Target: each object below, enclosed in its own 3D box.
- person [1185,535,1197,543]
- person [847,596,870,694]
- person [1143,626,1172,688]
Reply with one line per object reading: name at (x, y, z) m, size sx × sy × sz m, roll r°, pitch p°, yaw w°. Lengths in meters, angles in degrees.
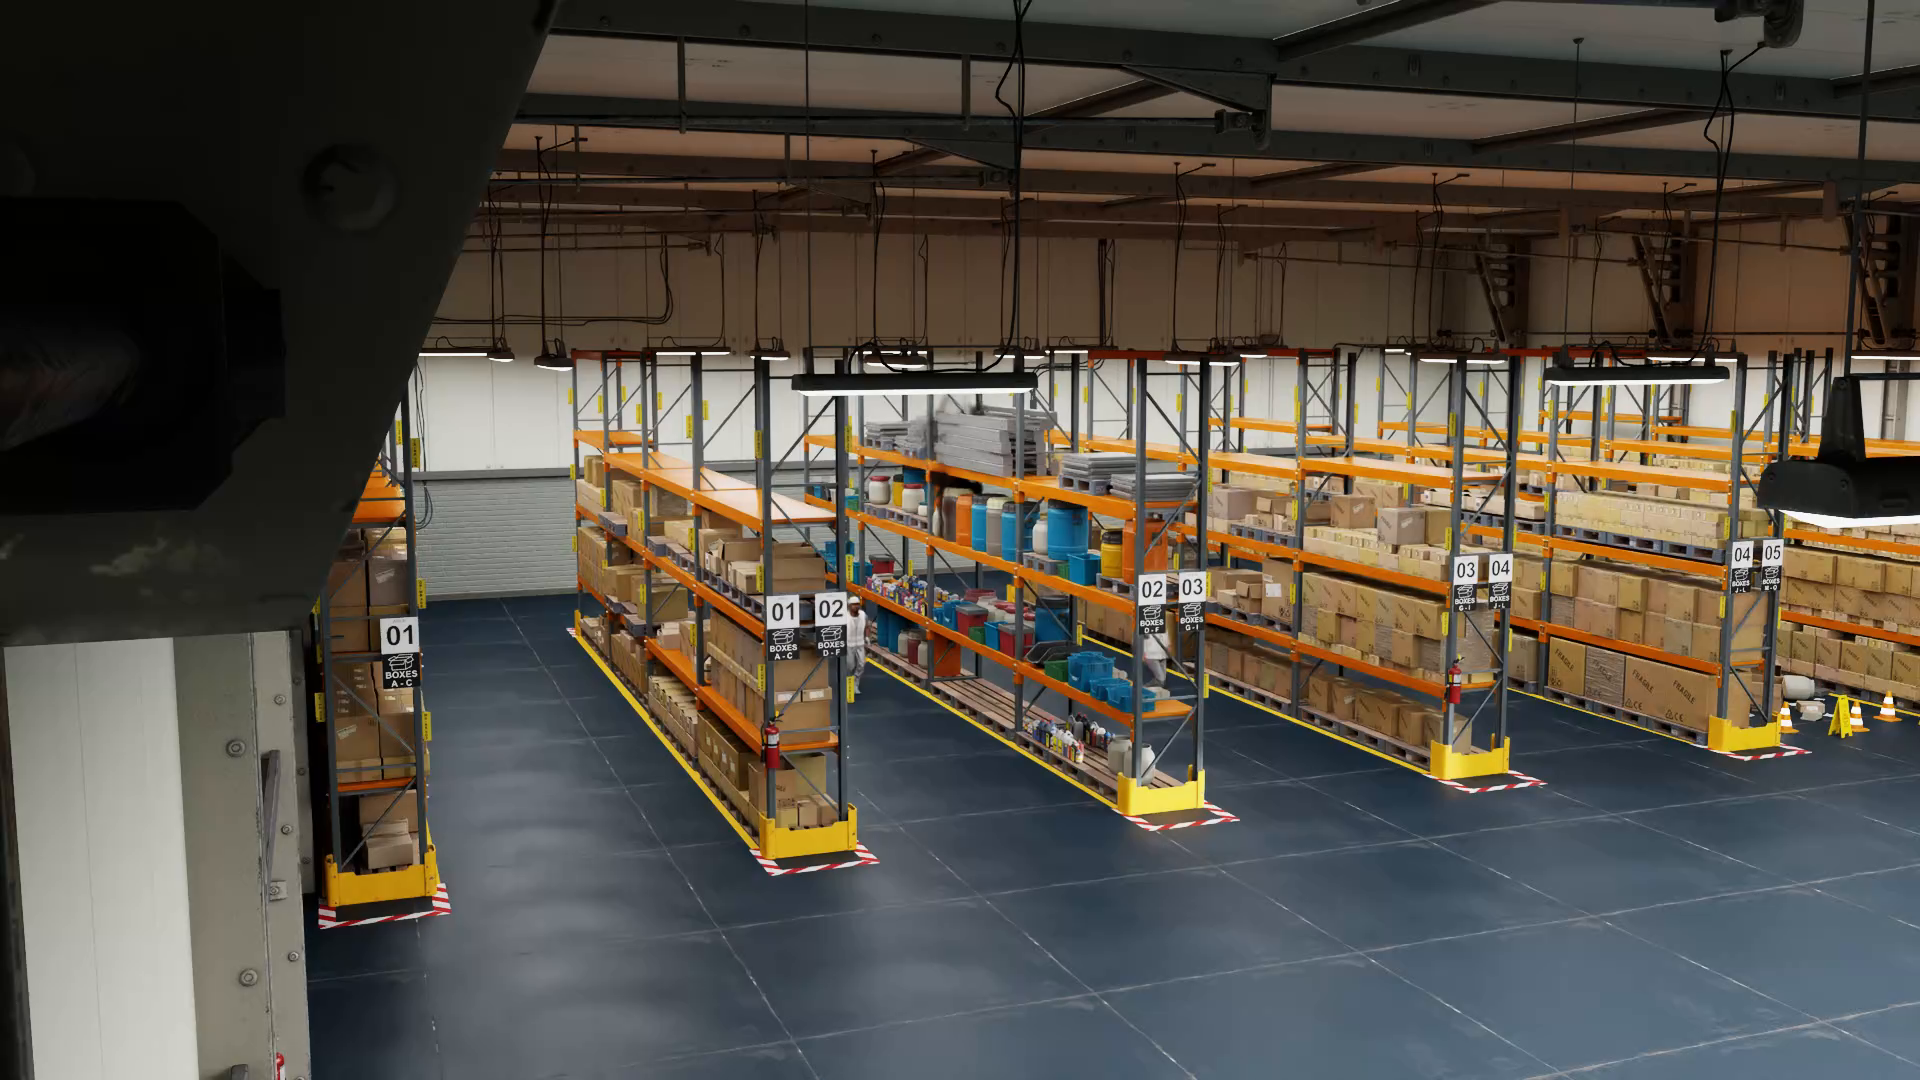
person at (5.791, 0.390, 41.466) m, size 0.887 × 1.605 × 0.638 m, roll 0°, pitch 7°, yaw -3°
person at (-1.899, 1.835, 29.349) m, size 0.668 × 1.728 × 0.639 m, roll -3°, pitch 8°, yaw -25°
person at (3.328, 1.983, 28.046) m, size 0.644 × 1.730 × 0.591 m, roll -5°, pitch 9°, yaw -37°
